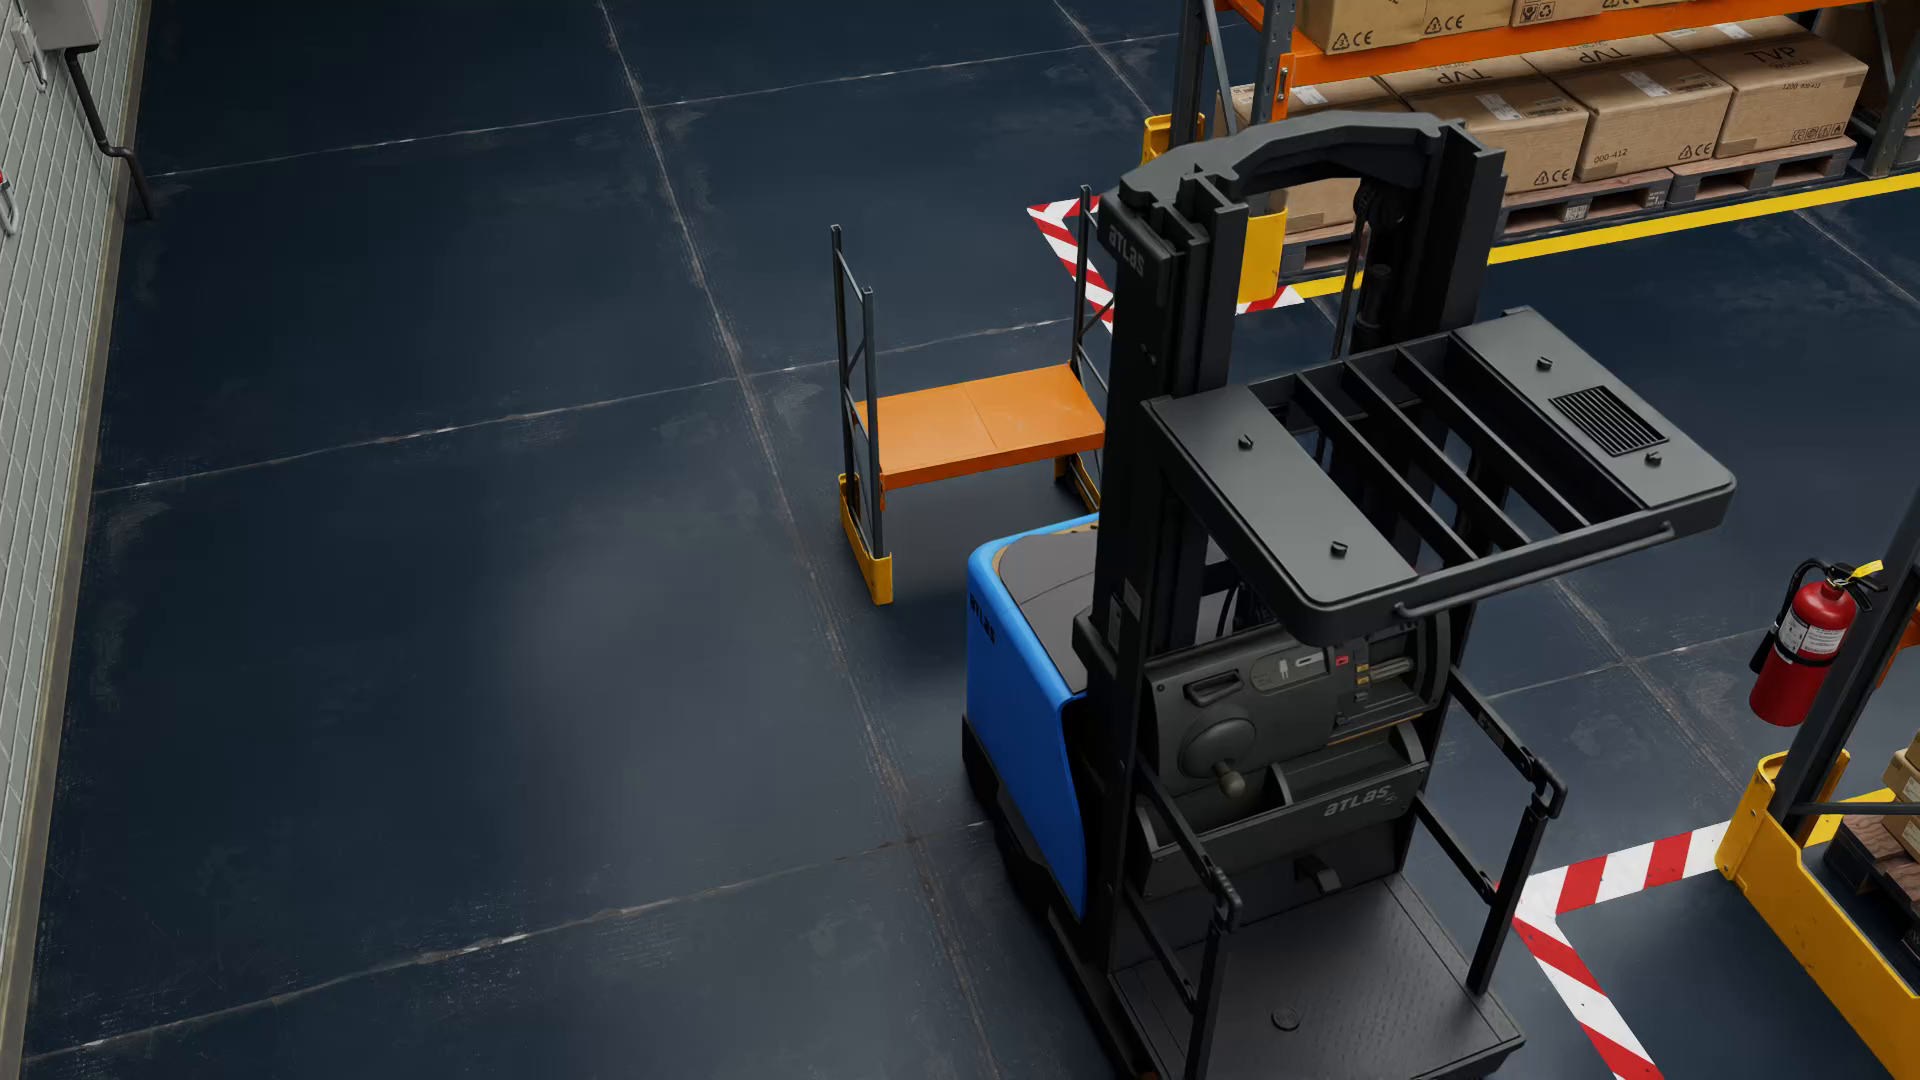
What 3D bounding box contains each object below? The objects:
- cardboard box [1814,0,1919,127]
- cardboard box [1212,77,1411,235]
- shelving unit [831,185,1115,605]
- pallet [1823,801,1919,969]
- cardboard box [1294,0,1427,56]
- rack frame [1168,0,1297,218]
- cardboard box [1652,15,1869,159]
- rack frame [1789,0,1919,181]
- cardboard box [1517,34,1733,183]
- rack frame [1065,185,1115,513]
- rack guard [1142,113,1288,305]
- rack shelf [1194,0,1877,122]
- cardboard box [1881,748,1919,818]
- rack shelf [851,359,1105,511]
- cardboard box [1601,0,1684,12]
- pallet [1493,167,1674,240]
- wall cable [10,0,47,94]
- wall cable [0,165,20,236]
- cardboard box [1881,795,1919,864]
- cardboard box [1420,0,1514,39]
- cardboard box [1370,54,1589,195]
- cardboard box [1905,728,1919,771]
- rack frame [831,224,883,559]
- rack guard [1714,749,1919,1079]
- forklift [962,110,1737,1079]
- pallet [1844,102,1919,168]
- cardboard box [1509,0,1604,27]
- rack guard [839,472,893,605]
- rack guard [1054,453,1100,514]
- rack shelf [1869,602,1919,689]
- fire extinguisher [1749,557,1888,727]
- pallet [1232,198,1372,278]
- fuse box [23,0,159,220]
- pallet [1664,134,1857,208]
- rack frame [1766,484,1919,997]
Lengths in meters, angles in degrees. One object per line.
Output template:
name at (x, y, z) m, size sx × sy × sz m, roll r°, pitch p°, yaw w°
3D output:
cardboard box at (5.742, -3.063, 9.772) m, size 0.875 × 0.875 × 0.875 m, roll -10°, pitch 42°, yaw -12°
cardboard box at (1.959, -2.129, 9.035) m, size 0.875 × 0.438 × 0.875 m, roll -13°, pitch 43°, yaw -15°
shelving unit at (0.073, -0.580, 6.774) m, size 1.083 × 1.500 × 0.587 m, roll -12°, pitch 42°, yaw -13°
pallet at (3.801, 1.241, 5.669) m, size 1.213 × 0.211 × 1.003 m, roll -12°, pitch 42°, yaw -13°
cardboard box at (1.903, -2.695, 7.978) m, size 0.500 × 0.500 × 0.500 m, roll -12°, pitch 43°, yaw -13°
rack frame at (1.359, -2.742, 8.109) m, size 0.127 × 3.000 × 1.000 m, roll -12°, pitch 42°, yaw -13°
cardboard box at (4.543, -2.669, 9.654) m, size 0.875 × 0.438 × 0.875 m, roll -12°, pitch 43°, yaw -14°
rack frame at (5.175, -3.533, 9.014) m, size 0.127 × 3.000 × 1.000 m, roll -12°, pitch 42°, yaw -13°
cardboard box at (3.690, -2.492, 9.451) m, size 0.875 × 0.438 × 0.875 m, roll -13°, pitch 43°, yaw -14°
rack frame at (0.566, -0.682, 6.891) m, size 0.032 × 1.500 × 0.500 m, roll -12°, pitch 42°, yaw -13°
rack guard at (1.336, -1.796, 8.926) m, size 0.348 × 0.500 × 1.175 m, roll -12°, pitch 42°, yaw -13°
rack shelf at (3.267, -2.867, 8.798) m, size 4.000 × 0.370 × 1.077 m, roll -12°, pitch 42°, yaw -13°
cardboard box at (3.360, 0.864, 5.602) m, size 0.250 × 0.149 × 0.380 m, roll -13°, pitch 43°, yaw -14°
rack shelf at (0.081, -0.446, 6.894) m, size 1.000 × 0.185 × 0.538 m, roll -12°, pitch 42°, yaw -13°
cardboard box at (3.341, -3.011, 8.340) m, size 0.500 × 0.500 × 0.500 m, roll -10°, pitch 42°, yaw -12°
pallet at (3.260, -2.138, 9.537) m, size 1.213 × 0.211 × 1.003 m, roll -12°, pitch 42°, yaw -13°
wall cable at (-4.449, -2.883, 7.498) m, size 0.122 × 1.984 × 0.588 m, roll -12°, pitch 42°, yaw -13°
wall cable at (-4.012, -2.008, 6.472) m, size 0.123 × 1.953 × 0.585 m, roll -12°, pitch 42°, yaw -13°
cardboard box at (3.382, 1.025, 5.645) m, size 0.250 × 0.149 × 0.380 m, roll -11°, pitch 42°, yaw -12°
cardboard box at (2.377, -2.812, 8.113) m, size 0.500 × 0.500 × 0.500 m, roll -12°, pitch 43°, yaw -14°
cardboard box at (2.829, -2.315, 9.248) m, size 0.875 × 0.438 × 0.875 m, roll -11°, pitch 42°, yaw -12°
cardboard box at (3.371, 0.772, 5.482) m, size 0.250 × 0.149 × 0.380 m, roll -11°, pitch 42°, yaw -13°
rack frame at (-0.403, -0.481, 6.661) m, size 0.032 × 1.500 × 0.500 m, roll -12°, pitch 42°, yaw -13°
rack guard at (3.015, 1.271, 5.416) m, size 0.348 × 0.500 × 1.175 m, roll -12°, pitch 42°, yaw -13°
forklift at (1.031, 0.506, 4.443) m, size 1.130 × 2.935 × 3.031 m, roll -15°, pitch 43°, yaw -16°
pallet at (5.888, -2.682, 10.160) m, size 1.213 × 0.211 × 1.003 m, roll -12°, pitch 42°, yaw -13°
cardboard box at (2.868, -2.901, 8.215) m, size 0.500 × 0.500 × 0.500 m, roll -12°, pitch 43°, yaw -13°
rack guard at (-0.402, -0.011, 7.072) m, size 0.087 × 0.250 × 0.587 m, roll -12°, pitch 42°, yaw -13°
rack guard at (0.548, -0.208, 7.298) m, size 0.087 × 0.250 × 0.587 m, roll -12°, pitch 42°, yaw -13°
rack shelf at (4.850, 0.220, 5.265) m, size 4.000 × 0.370 × 1.077 m, roll -12°, pitch 42°, yaw -13°
fire extinguisher at (2.564, 0.274, 4.999) m, size 0.183 × 0.674 × 0.296 m, roll -12°, pitch 42°, yaw -13°
pallet at (2.098, -1.899, 9.263) m, size 1.213 × 0.211 × 1.003 m, roll -12°, pitch 42°, yaw -13°
fuse box at (-4.504, -2.475, 8.782) m, size 0.414 × 1.711 × 0.539 m, roll -12°, pitch 42°, yaw -13°
pallet at (4.426, -2.381, 9.815) m, size 1.213 × 0.211 × 1.003 m, roll -12°, pitch 42°, yaw -13°
rack frame at (2.943, 0.344, 4.576) m, size 0.127 × 3.000 × 1.000 m, roll -12°, pitch 42°, yaw -13°
